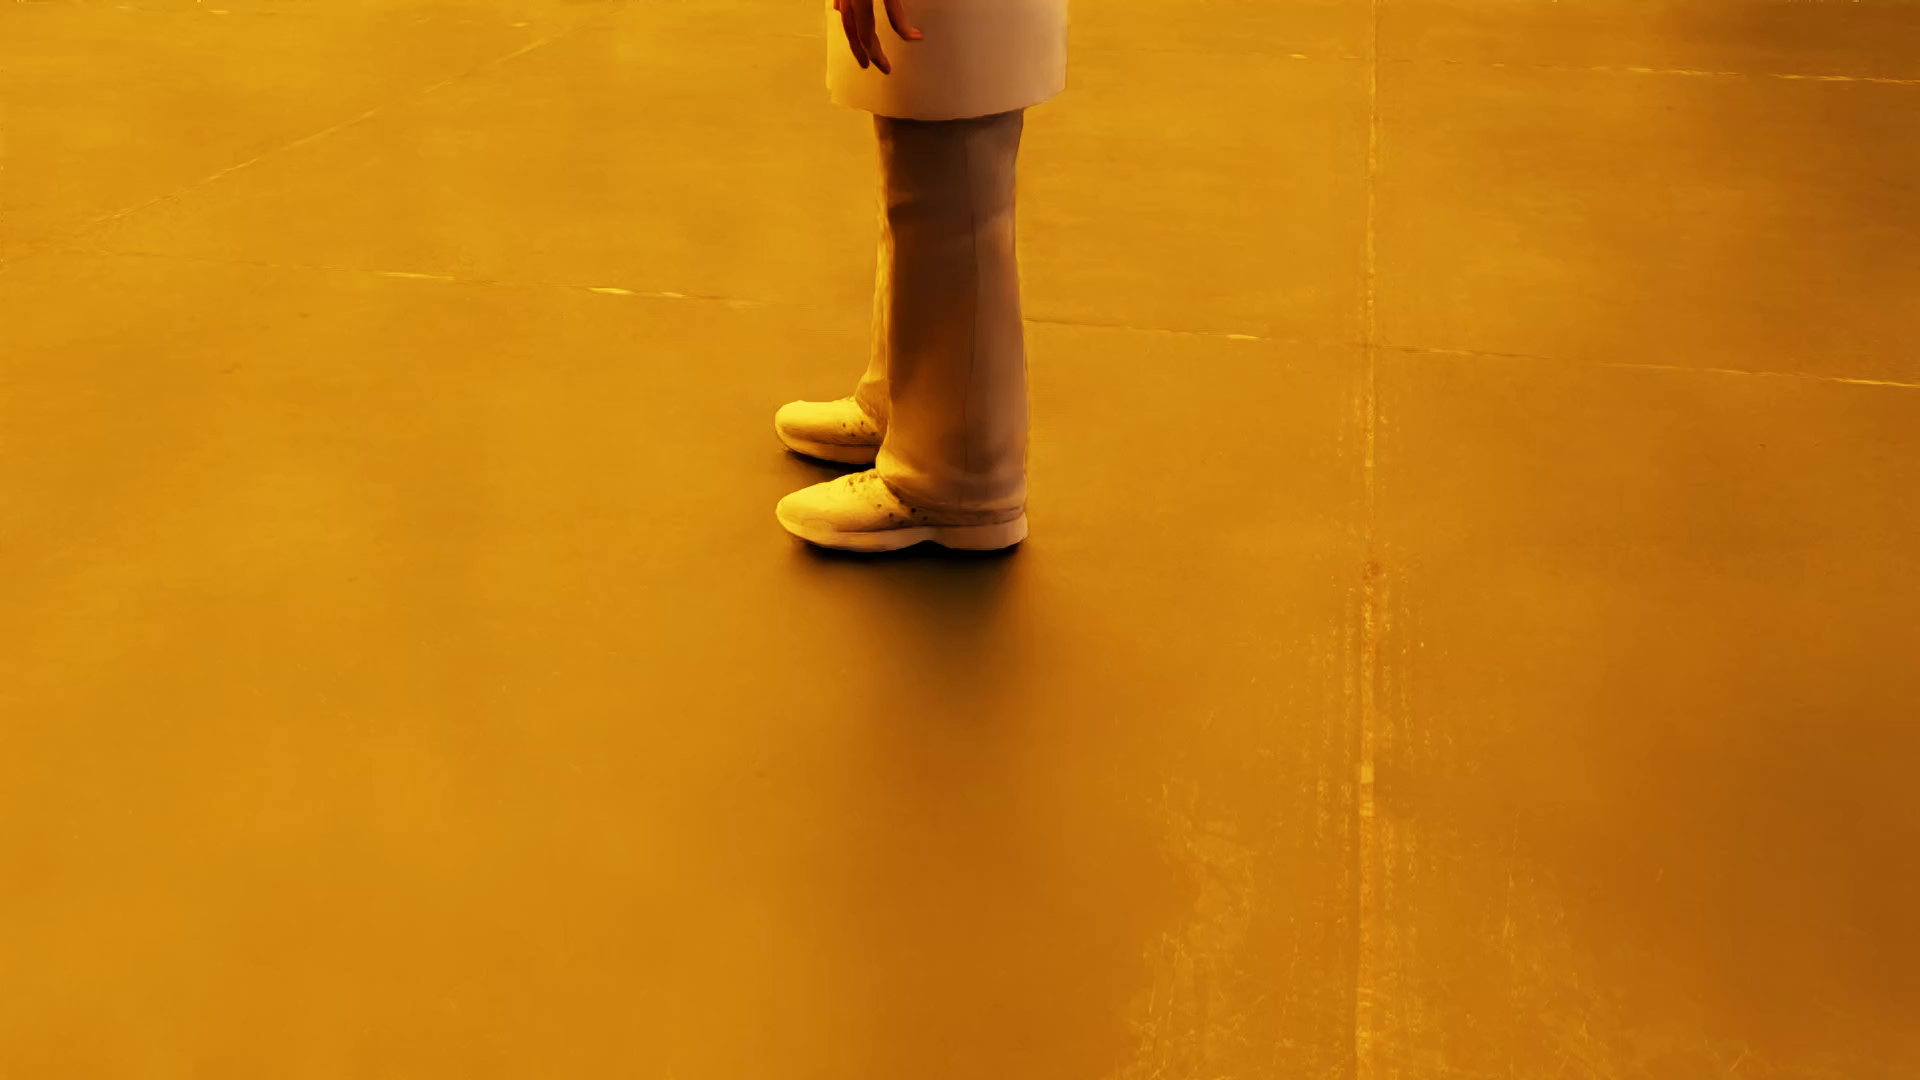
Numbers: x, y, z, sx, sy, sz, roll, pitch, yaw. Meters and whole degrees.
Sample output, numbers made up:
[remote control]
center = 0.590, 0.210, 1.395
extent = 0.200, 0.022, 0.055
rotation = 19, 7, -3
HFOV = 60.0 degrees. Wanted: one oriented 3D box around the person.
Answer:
[person]
center = -0.087, -0.813, 2.122
extent = 0.579, 1.776, 0.684
rotation = 6, 27, 11
